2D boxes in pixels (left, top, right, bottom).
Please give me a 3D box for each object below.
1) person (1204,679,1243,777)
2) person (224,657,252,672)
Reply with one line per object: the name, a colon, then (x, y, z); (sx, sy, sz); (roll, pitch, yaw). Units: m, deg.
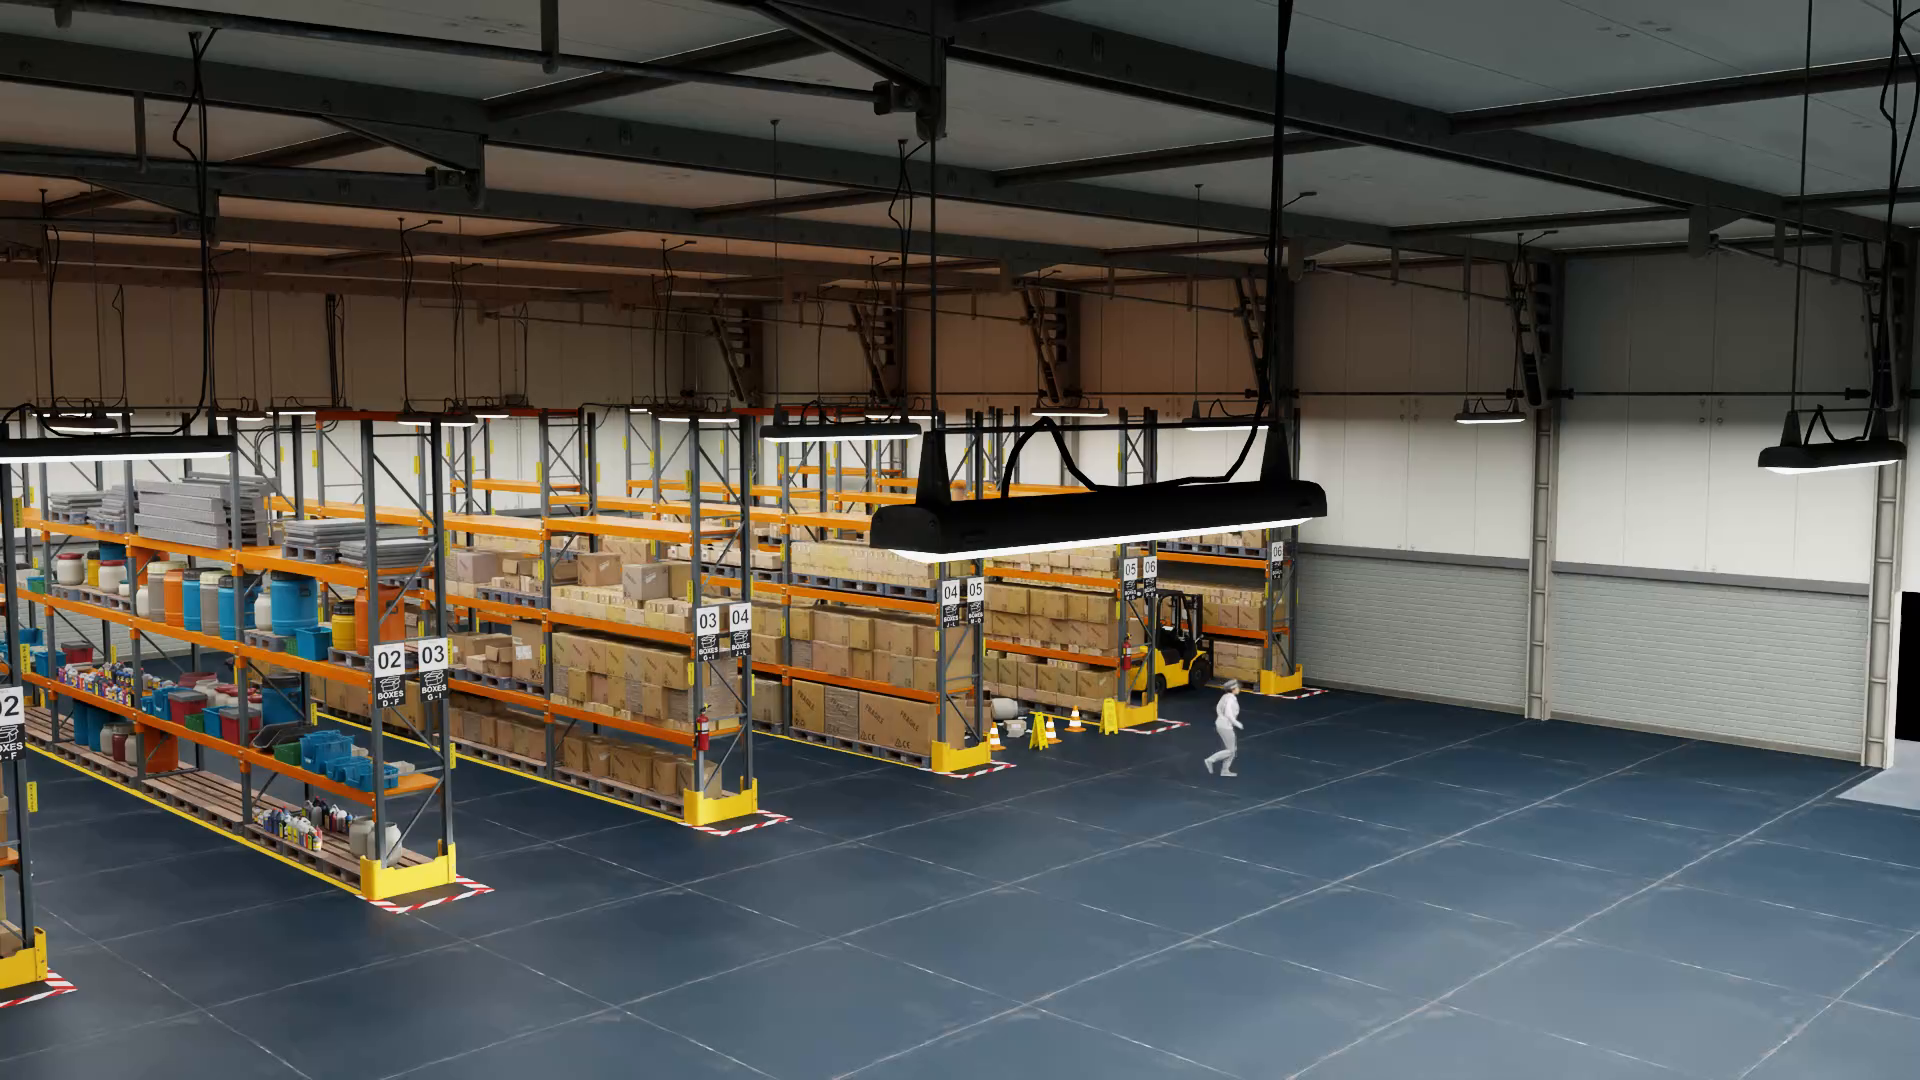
person: (4.331, 3.101, 27.419); (0.637, 1.640, 0.616); (0, 5, -4)
person: (-15.995, 2.205, 37.177); (0.849, 1.702, 0.647); (-1, 5, -7)
